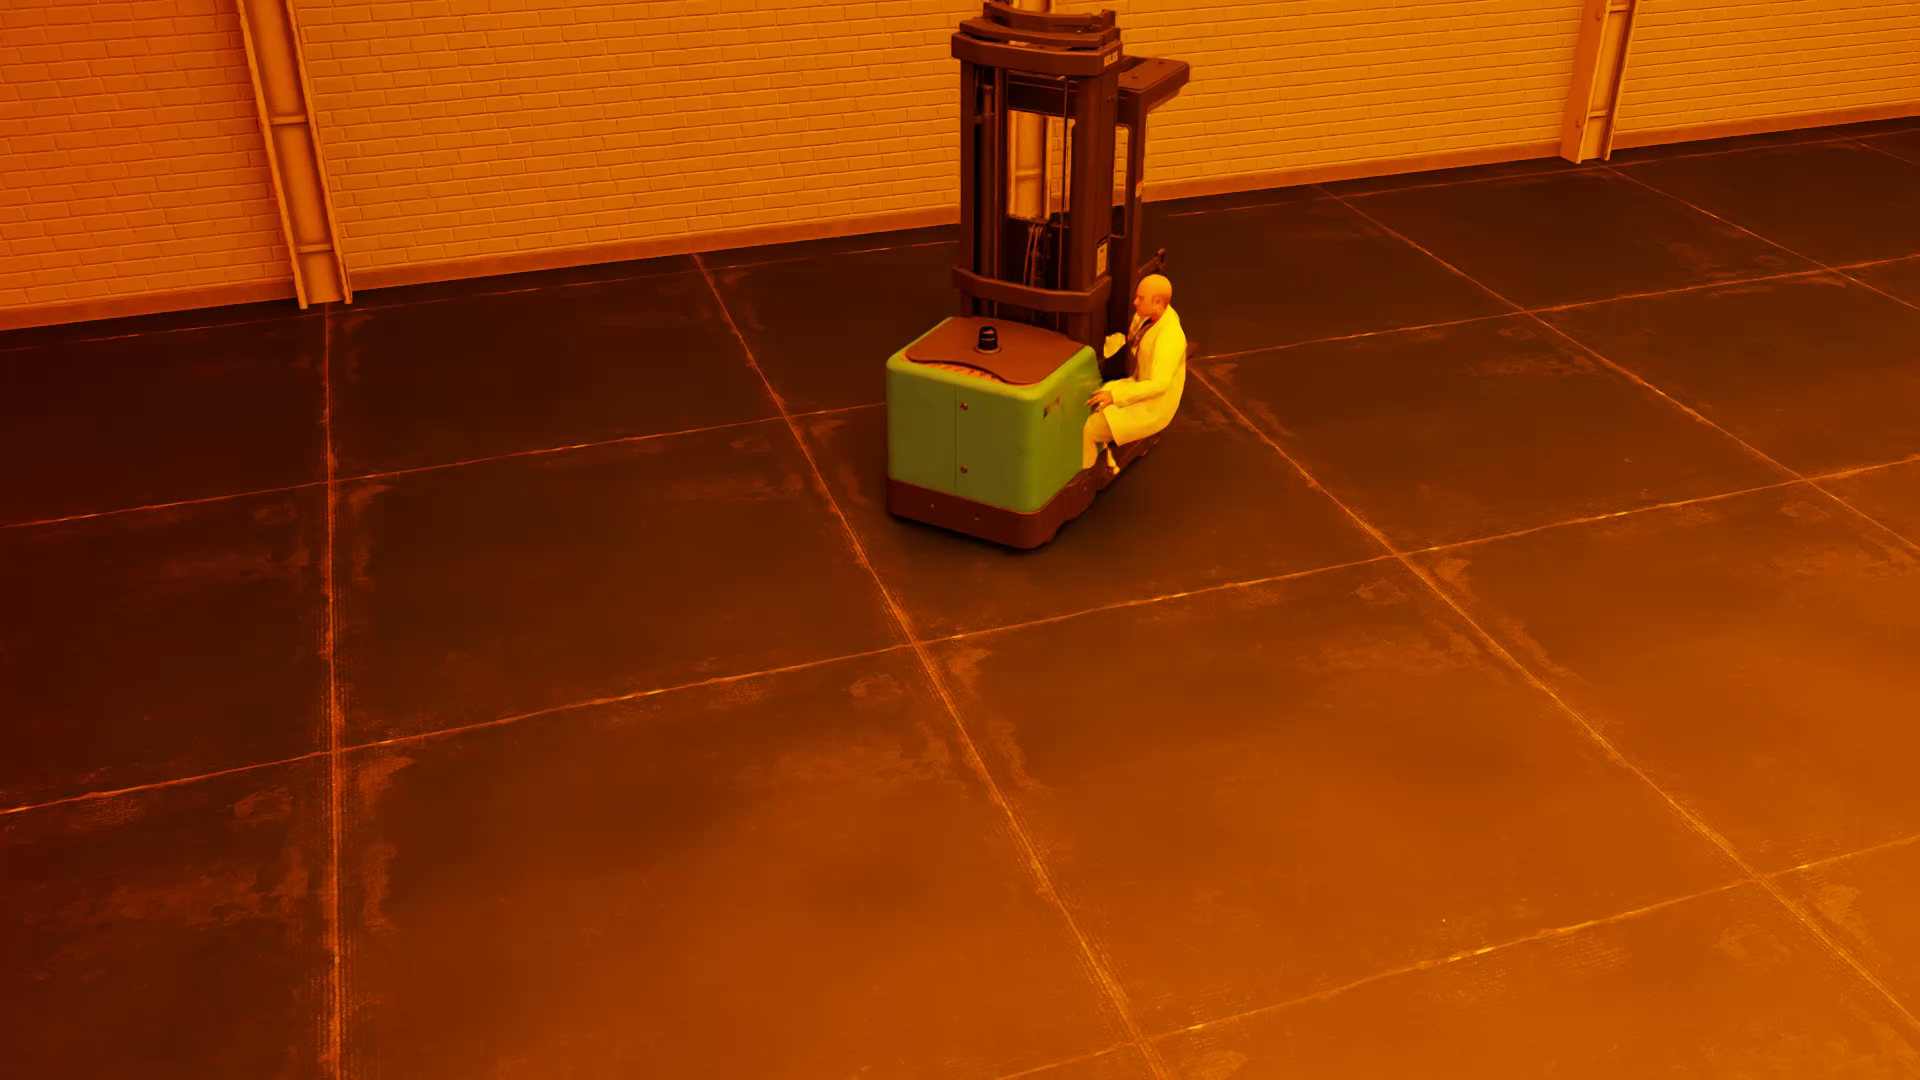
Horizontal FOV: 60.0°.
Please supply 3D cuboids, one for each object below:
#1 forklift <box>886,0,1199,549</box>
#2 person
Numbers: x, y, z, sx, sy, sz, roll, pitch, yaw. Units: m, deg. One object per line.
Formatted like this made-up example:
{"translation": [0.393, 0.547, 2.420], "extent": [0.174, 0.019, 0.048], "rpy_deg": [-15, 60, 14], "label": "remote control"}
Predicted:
{"translation": [0.705, -1.921, 10.426], "extent": [1.130, 2.935, 3.031], "rpy_deg": [16, 33, 25], "label": "forklift"}
{"translation": [0.890, -0.866, 10.037], "extent": [0.908, 1.537, 0.869], "rpy_deg": [-5, 30, -8], "label": "person"}
